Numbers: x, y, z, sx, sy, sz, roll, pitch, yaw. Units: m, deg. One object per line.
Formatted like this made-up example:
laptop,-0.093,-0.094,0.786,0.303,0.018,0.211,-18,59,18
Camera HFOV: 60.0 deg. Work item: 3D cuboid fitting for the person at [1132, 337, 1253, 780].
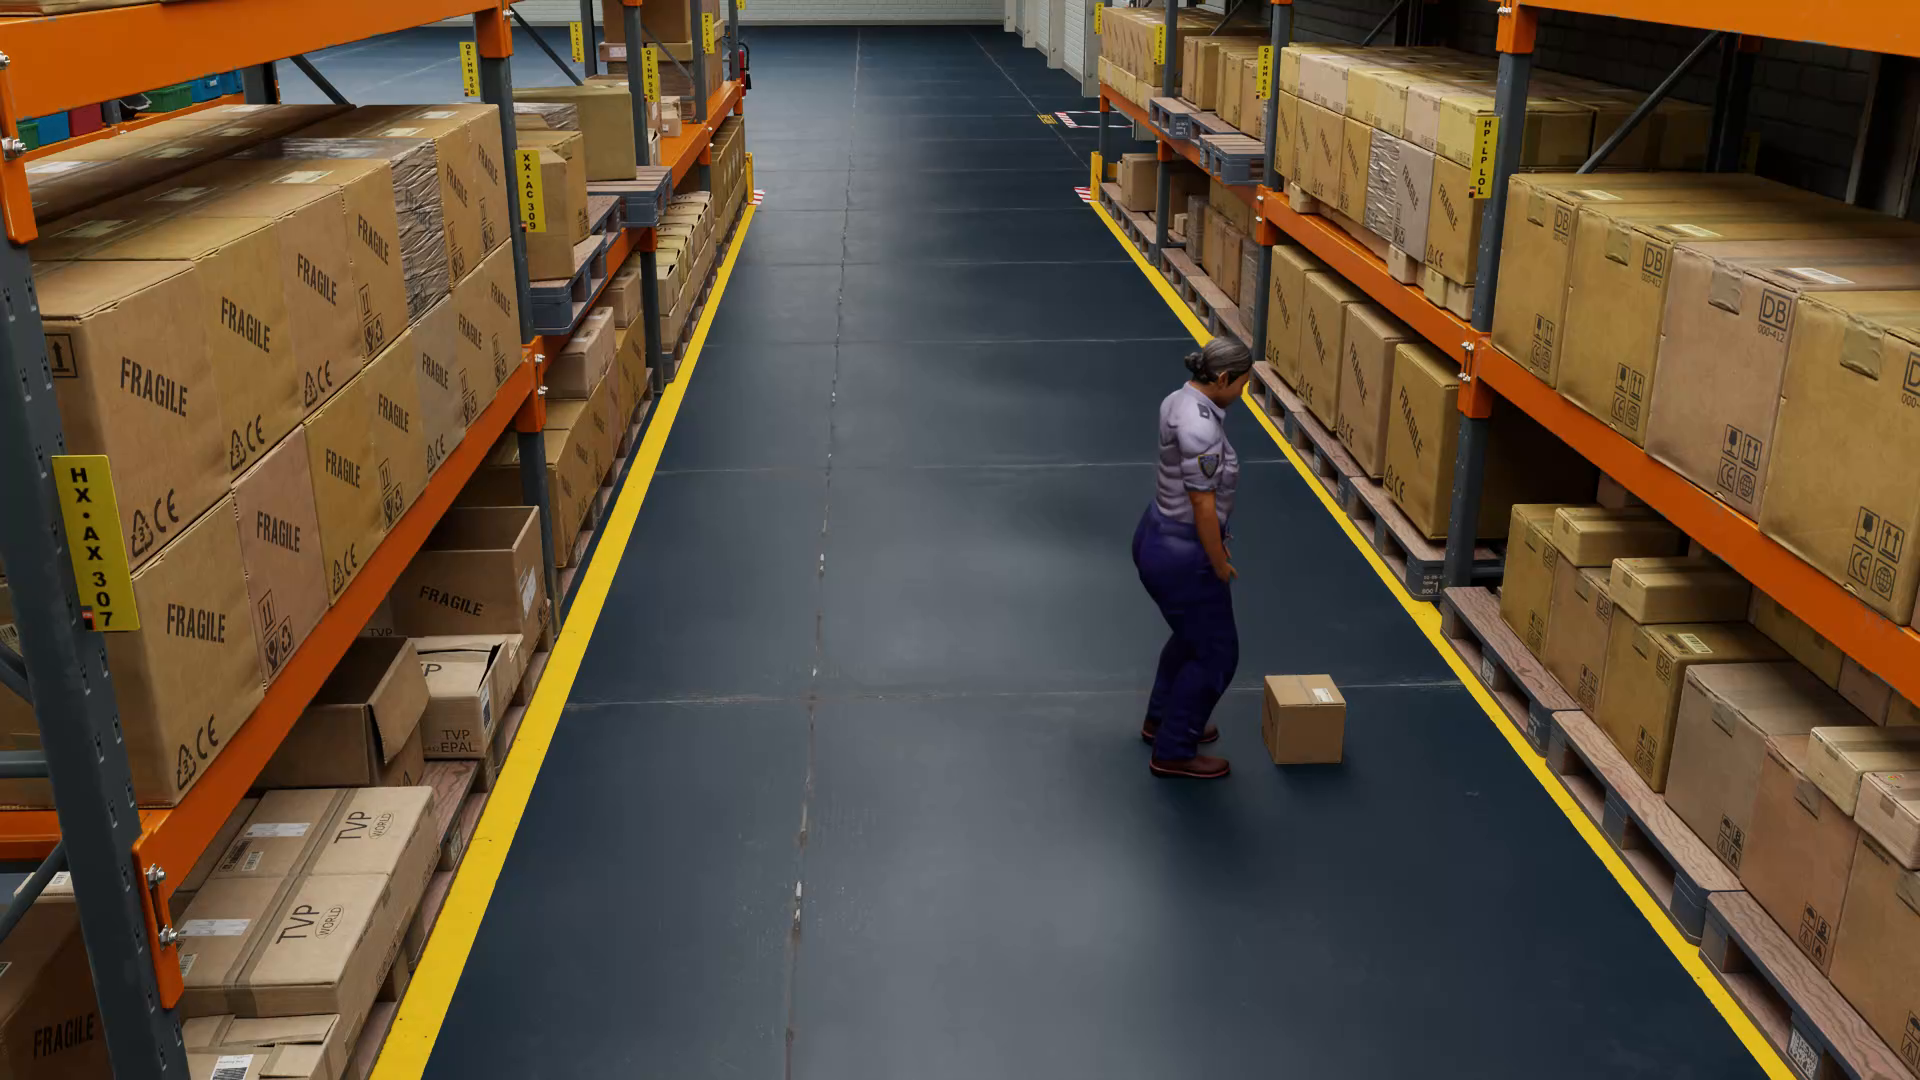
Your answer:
person,0.827,0.054,6.033,0.396,1.607,0.496,-1,21,-2
